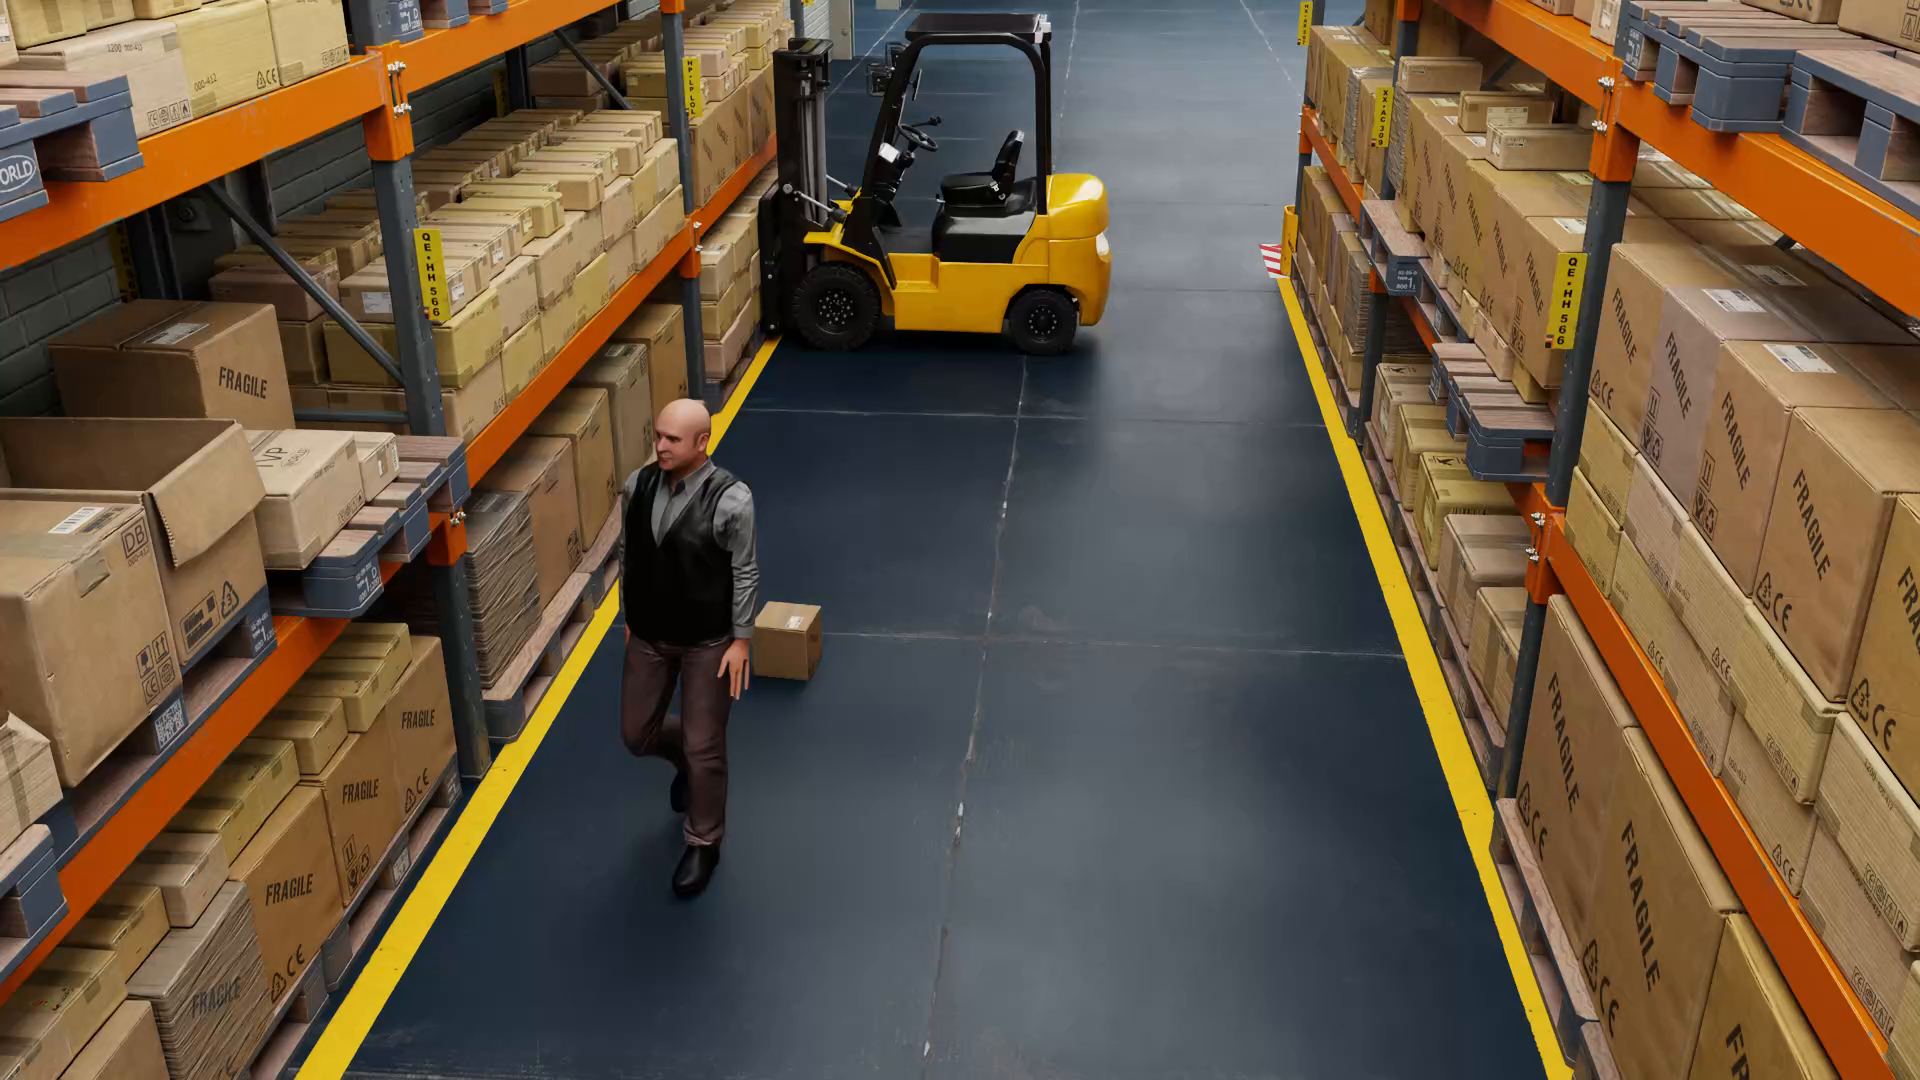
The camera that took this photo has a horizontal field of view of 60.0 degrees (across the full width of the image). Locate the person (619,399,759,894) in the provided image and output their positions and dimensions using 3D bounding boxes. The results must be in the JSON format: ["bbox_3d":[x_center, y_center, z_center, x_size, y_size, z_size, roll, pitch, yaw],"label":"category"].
[{"bbox_3d":[-0.979,0.344,5.857,0.554,1.709,0.662,9,26,19],"label":"person"}]
